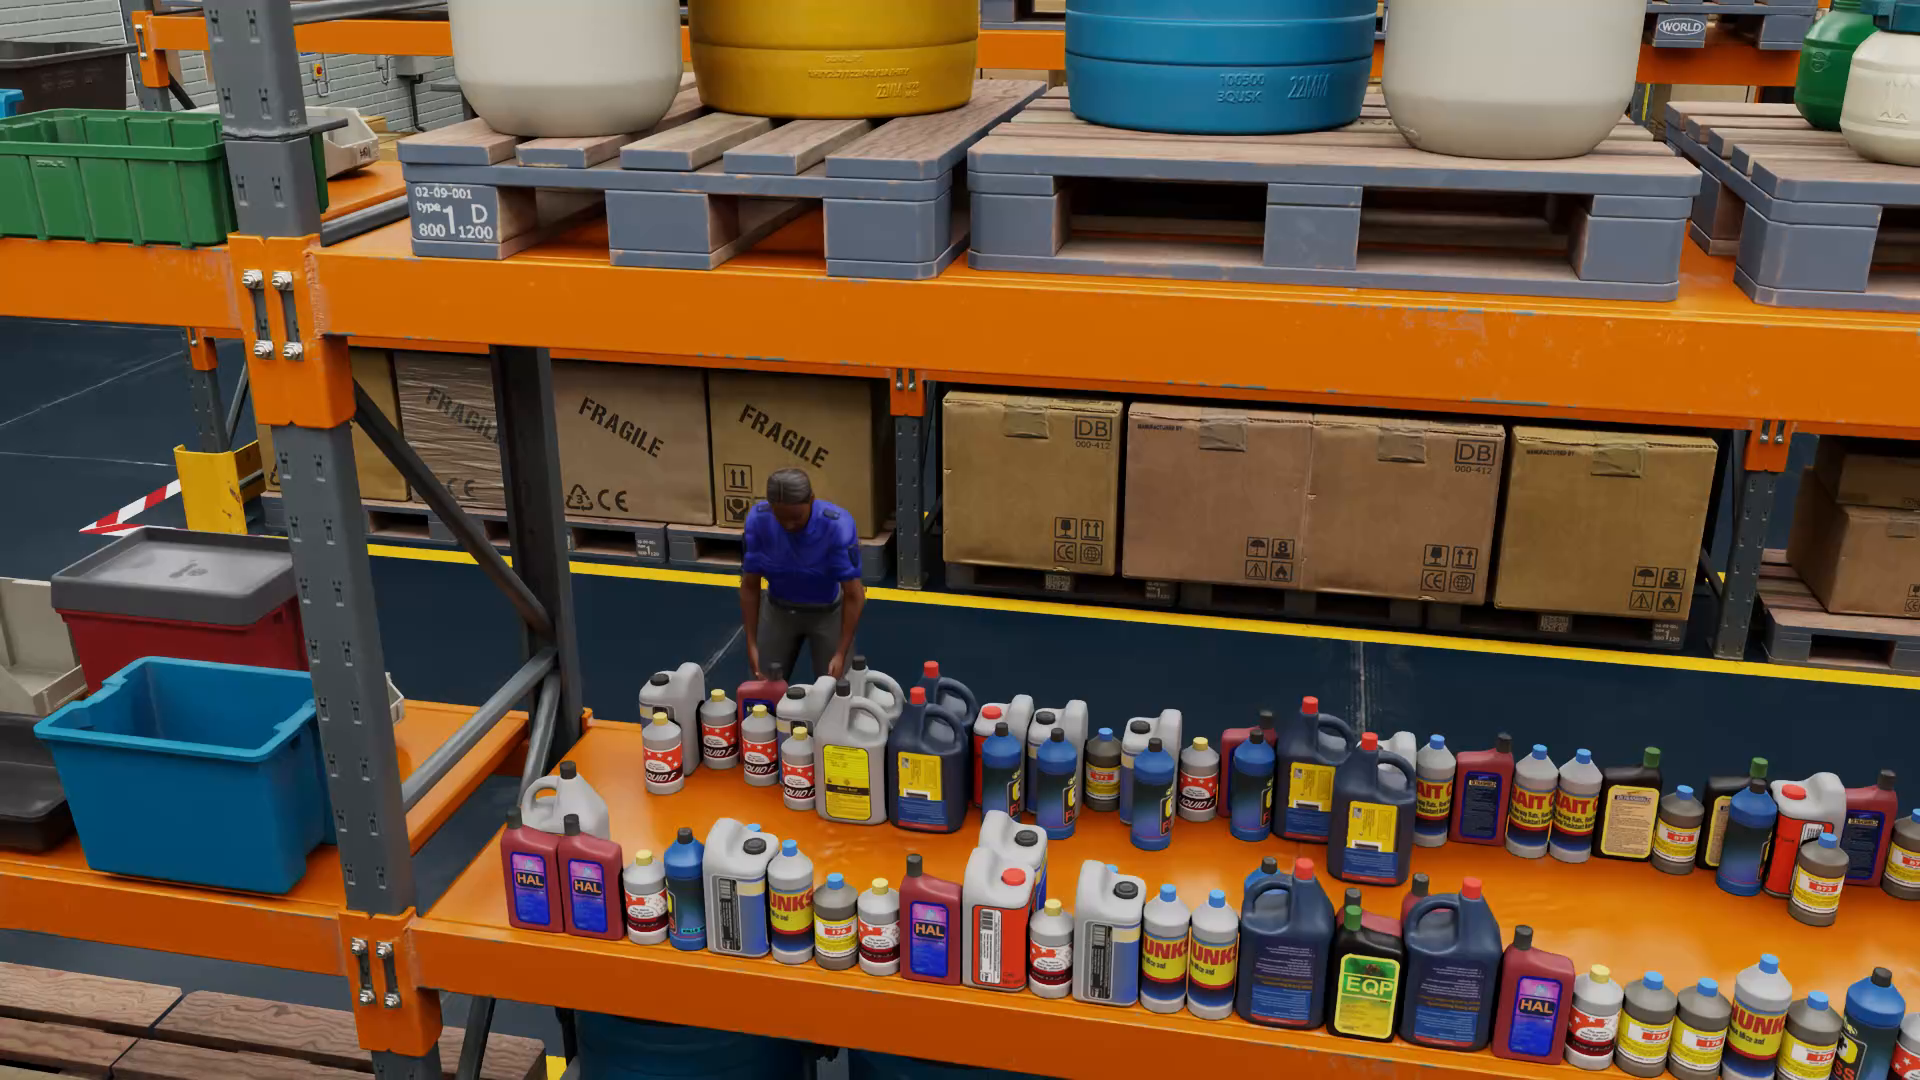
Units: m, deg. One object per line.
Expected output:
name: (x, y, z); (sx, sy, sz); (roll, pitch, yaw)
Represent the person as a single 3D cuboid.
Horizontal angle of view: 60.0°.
person: (-0.587, 0.371, 6.411); (0.487, 1.487, 0.534); (5, 22, 12)
